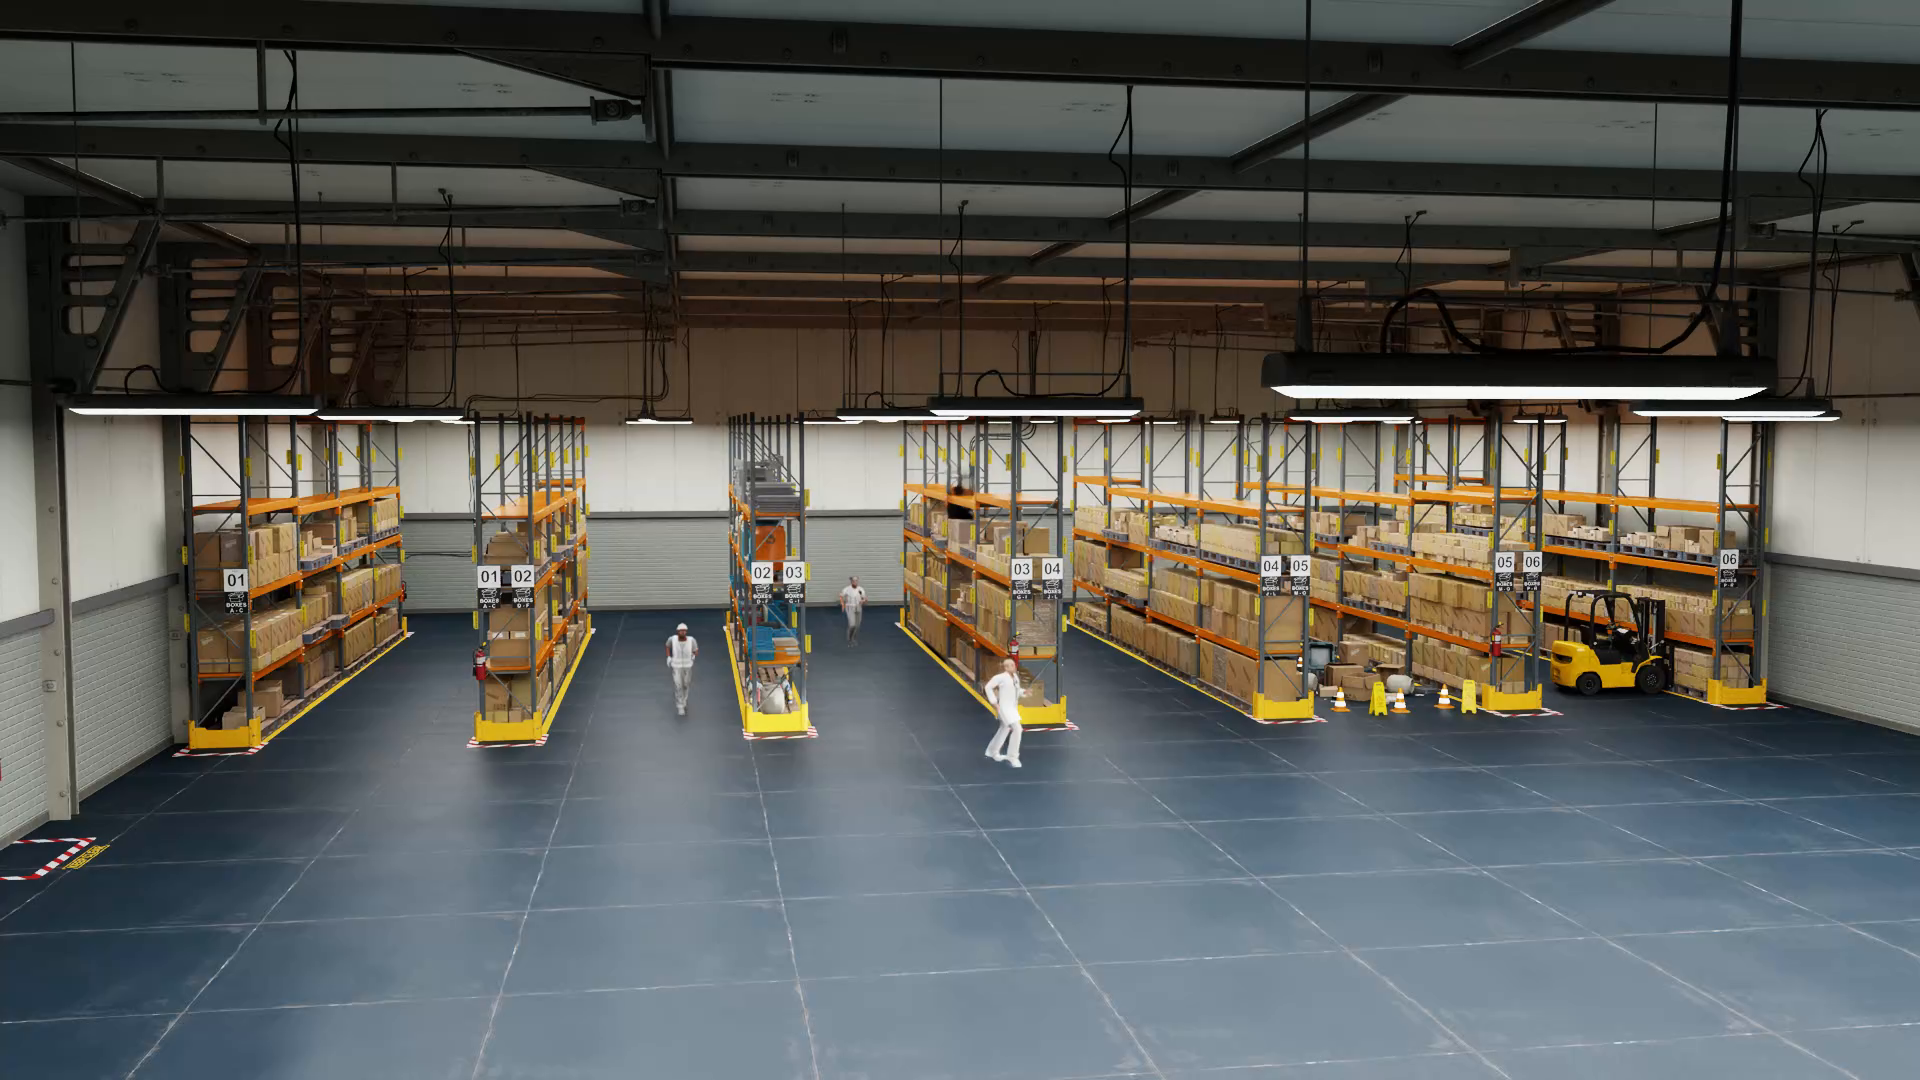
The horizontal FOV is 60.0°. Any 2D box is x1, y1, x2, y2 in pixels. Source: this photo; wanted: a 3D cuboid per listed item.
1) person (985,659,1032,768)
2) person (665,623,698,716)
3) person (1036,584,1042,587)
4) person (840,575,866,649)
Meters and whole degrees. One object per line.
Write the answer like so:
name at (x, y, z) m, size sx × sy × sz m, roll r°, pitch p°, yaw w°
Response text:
person at (0.805, 2.924, 28.177) m, size 0.859 × 1.839 × 0.685 m, roll 2°, pitch 4°, yaw 24°
person at (-5.579, 2.557, 33.423) m, size 0.625 × 1.797 × 0.982 m, roll -1°, pitch 4°, yaw -18°
person at (2.070, 1.662, 47.917) m, size 0.652 × 1.599 × 0.868 m, roll 1°, pitch 4°, yaw 14°
person at (-2.638, 1.779, 41.276) m, size 0.619 × 1.827 × 0.483 m, roll -2°, pitch 4°, yaw -21°
